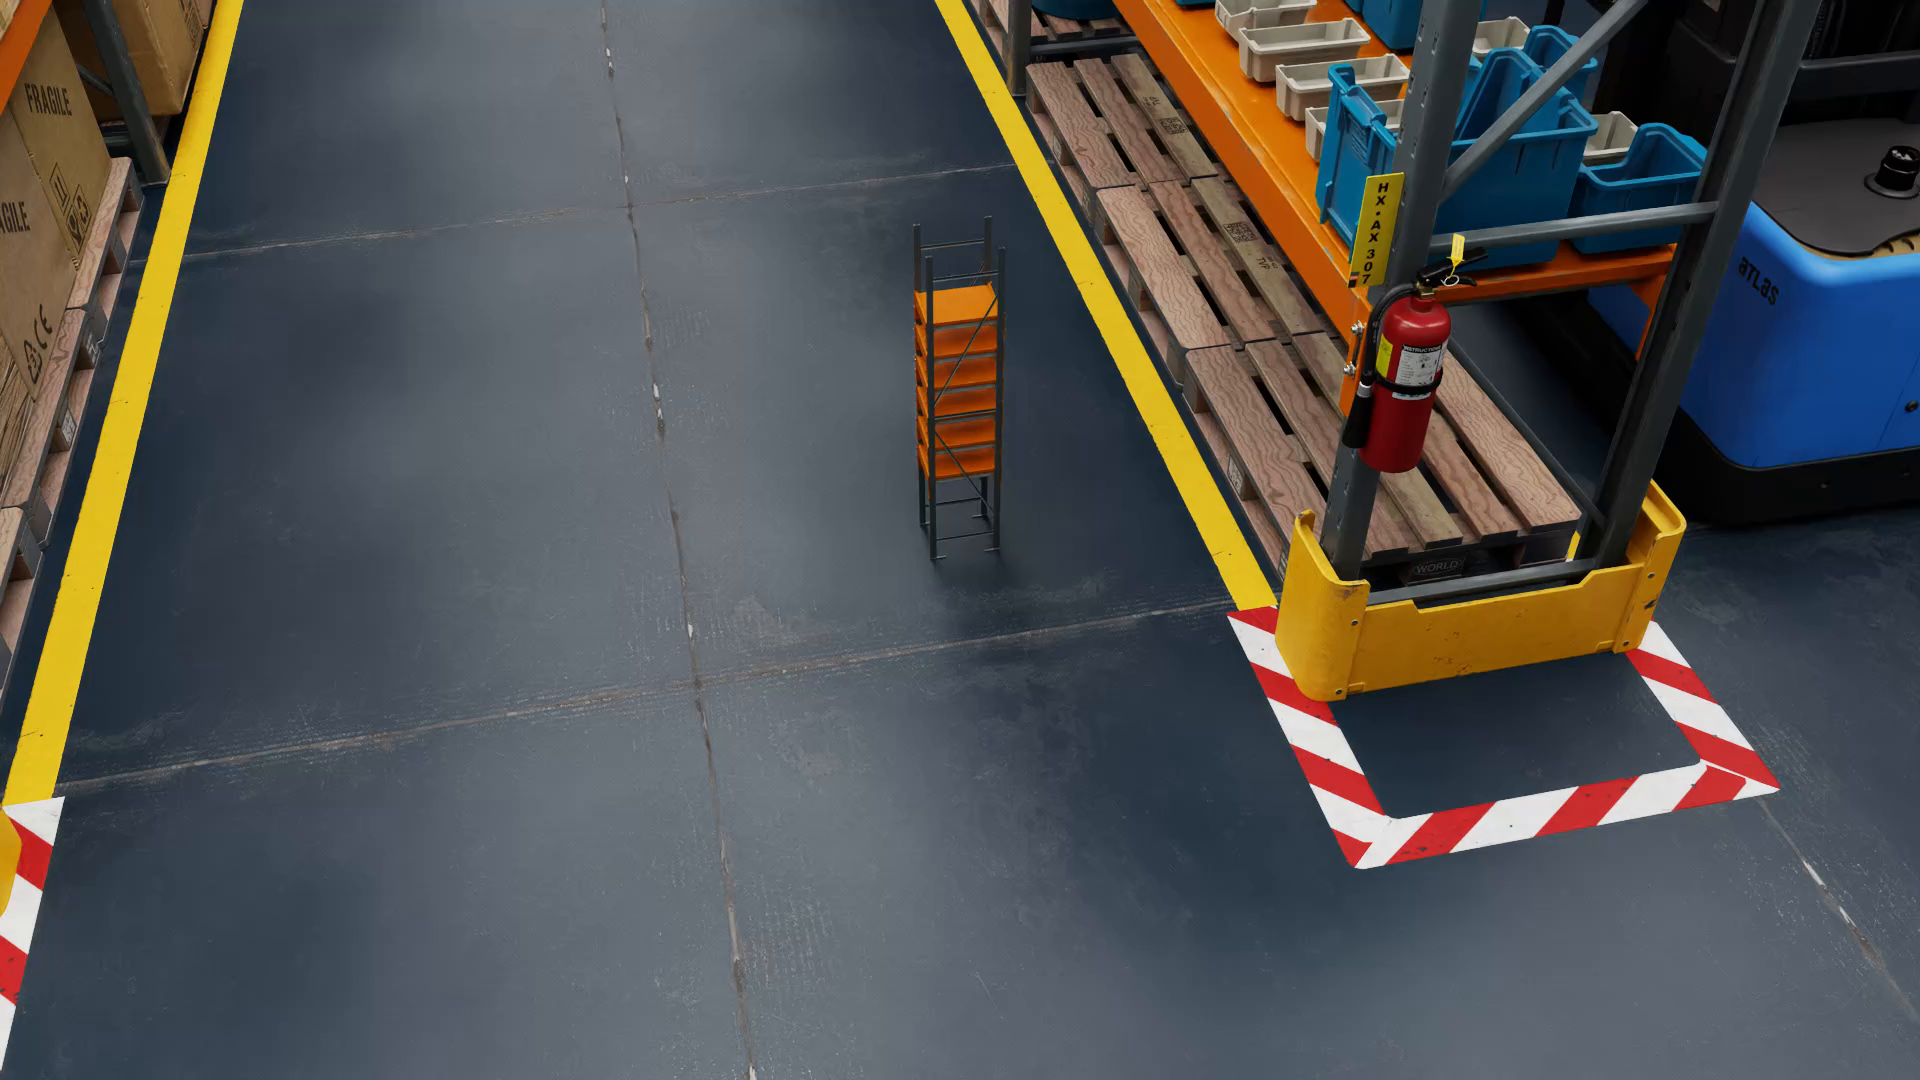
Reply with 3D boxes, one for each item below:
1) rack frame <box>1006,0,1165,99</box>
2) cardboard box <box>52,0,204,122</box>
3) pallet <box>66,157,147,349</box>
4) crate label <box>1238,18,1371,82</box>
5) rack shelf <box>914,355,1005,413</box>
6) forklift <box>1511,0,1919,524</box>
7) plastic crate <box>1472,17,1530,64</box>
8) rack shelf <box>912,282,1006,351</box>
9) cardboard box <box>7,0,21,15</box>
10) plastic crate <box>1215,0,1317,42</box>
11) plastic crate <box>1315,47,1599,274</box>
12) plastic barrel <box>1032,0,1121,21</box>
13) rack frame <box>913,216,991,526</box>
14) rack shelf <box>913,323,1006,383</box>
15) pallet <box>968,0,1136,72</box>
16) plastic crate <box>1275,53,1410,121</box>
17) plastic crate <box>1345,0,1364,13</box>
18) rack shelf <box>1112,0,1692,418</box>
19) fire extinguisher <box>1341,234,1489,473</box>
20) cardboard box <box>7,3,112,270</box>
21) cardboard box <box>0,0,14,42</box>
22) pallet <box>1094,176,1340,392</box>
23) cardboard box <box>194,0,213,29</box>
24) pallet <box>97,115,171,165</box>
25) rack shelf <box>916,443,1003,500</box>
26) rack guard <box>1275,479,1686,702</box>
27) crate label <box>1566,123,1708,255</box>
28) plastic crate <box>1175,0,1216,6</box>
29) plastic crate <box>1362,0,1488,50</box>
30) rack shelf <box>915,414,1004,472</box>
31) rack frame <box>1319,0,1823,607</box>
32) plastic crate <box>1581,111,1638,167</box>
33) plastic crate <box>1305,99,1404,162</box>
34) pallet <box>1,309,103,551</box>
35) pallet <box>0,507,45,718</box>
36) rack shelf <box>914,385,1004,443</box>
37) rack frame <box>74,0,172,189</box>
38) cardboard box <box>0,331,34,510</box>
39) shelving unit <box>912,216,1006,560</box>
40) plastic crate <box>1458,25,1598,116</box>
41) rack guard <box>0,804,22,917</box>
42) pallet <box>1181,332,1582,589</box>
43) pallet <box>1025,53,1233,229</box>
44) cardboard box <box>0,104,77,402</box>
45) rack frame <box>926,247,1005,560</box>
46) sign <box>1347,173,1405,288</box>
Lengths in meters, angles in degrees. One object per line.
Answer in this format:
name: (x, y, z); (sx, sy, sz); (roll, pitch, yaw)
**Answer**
rack frame: (0.733, -3.410, 7.332); (1.000, 3.000, 0.127); (-8, 42, -9)
cardboard box: (-4.261, -2.475, 7.562); (1.225, 0.875, 0.875); (-8, 42, -9)
pallet: (-4.015, -1.153, 6.890); (1.003, 0.211, 1.213); (-8, 42, -9)
crate label: (1.111, -1.610, 5.458); (0.396, 0.136, 0.243); (-8, 42, -9)
rack shelf: (-0.003, -0.515, 5.312); (0.258, 0.103, 0.180); (-8, 42, -9)
forklift: (2.784, -2.137, 5.949); (1.130, 2.935, 3.031); (-8, 42, -9)
plastic crate: (1.730, -1.607, 5.455); (0.250, 0.136, 0.298); (-8, 42, -9)
rack shelf: (-0.003, -0.694, 5.153); (0.258, 0.103, 0.180); (-8, 42, -9)
cardboard box: (-3.551, -1.955, 5.883); (0.380, 0.149, 0.250); (-8, 42, -8)
plastic crate: (1.029, -1.800, 5.671); (0.298, 0.136, 0.250); (-8, 42, -9)
plastic crate: (1.342, -1.043, 4.594); (0.616, 0.435, 0.499); (-8, 42, -9)
plastic barrel: (0.632, -3.137, 8.289); (0.600, 0.901, 0.708); (-8, 42, -9)
rack frame: (-0.023, -0.517, 5.429); (0.240, 1.200, 0.006); (-8, 42, -9)
rack shelf: (-0.003, -0.604, 5.232); (0.258, 0.103, 0.180); (-8, 42, -9)
pallet: (0.607, -2.873, 8.828); (1.003, 0.211, 1.213); (-8, 42, -9)
plastic crate: (1.195, -1.433, 5.259); (0.396, 0.136, 0.243); (-8, 42, -9)
plastic crate: (1.516, -2.032, 5.861); (0.416, 0.233, 0.300); (-8, 42, -9)
rack shelf: (1.165, -1.844, 6.110); (1.077, 0.370, 4.000); (-8, 42, -9)
fire extinguisher: (1.185, -0.486, 4.377); (0.296, 0.674, 0.183); (-8, 42, -9)
cardboard box: (-4.039, -1.623, 6.603); (0.875, 0.875, 0.875); (-8, 42, -9)
cardboard box: (-3.495, -1.788, 5.694); (0.380, 0.149, 0.250); (-8, 42, -8)
pallet: (1.197, -1.103, 6.834); (1.003, 0.211, 1.213); (-8, 42, -9)
cardboard box: (-4.454, -3.054, 8.215); (1.225, 0.875, 0.875); (-10, 43, -11)
pallet: (-4.343, -2.147, 8.009); (1.003, 0.211, 1.213); (-8, 42, -9)
rack shelf: (-0.003, -0.245, 5.551); (0.258, 0.103, 0.180); (-8, 42, -9)
rack guard: (1.614, 0.132, 5.225); (1.175, 0.500, 0.348); (-8, 42, -9)
crate label: (1.865, -0.984, 4.680); (0.416, 0.233, 0.303); (-8, 42, -9)
plastic crate: (0.903, -2.071, 5.905); (0.416, 0.233, 0.300); (-8, 42, -9)
plastic crate: (1.580, -1.837, 5.641); (0.416, 0.233, 0.300); (-8, 42, -9)
rack shelf: (-0.003, -0.335, 5.471); (0.258, 0.103, 0.180); (-8, 42, -9)
rack frame: (1.597, -0.817, 4.411); (1.000, 3.000, 0.127); (-8, 42, -9)
plastic crate: (1.876, -1.168, 4.959); (0.250, 0.136, 0.298); (-8, 42, -9)
plastic crate: (1.244, -1.243, 5.045); (0.396, 0.136, 0.243); (-8, 42, -9)
pallet: (-3.749, -0.361, 5.997); (1.003, 0.211, 1.213); (-8, 42, -9)
pallet: (-3.489, 0.429, 5.108); (1.003, 0.211, 1.213); (-8, 42, -9)
rack shelf: (-0.003, -0.425, 5.392); (0.258, 0.103, 0.180); (-8, 42, -9)
rack frame: (-4.103, -2.700, 6.532); (1.000, 3.000, 0.127); (-8, 42, -9)
cardboard box: (-3.652, -0.463, 5.296); (0.875, 0.875, 0.875); (-8, 42, -9)
shelving unit: (-0.003, -0.458, 5.362); (0.258, 1.200, 0.189); (-8, 42, -9)
plastic crate: (1.723, -1.411, 5.161); (0.416, 0.233, 0.300); (-8, 42, -9)
rack guard: (-3.235, 0.843, 4.424); (1.175, 0.500, 0.348); (-8, 42, -9)
pallet: (1.456, -0.314, 5.945); (1.003, 0.211, 1.213); (-8, 42, -9)
pallet: (0.930, -1.896, 7.727); (1.003, 0.211, 1.213); (-8, 42, -9)
cardboard box: (-3.844, -1.040, 5.946); (0.875, 0.875, 0.875); (-8, 42, -9)
rack frame: (0.017, -0.399, 5.295); (0.240, 1.200, 0.006); (-8, 42, -9)
sign: (1.063, -0.789, 4.256); (0.100, 0.325, 0.005); (-8, 42, -9)
